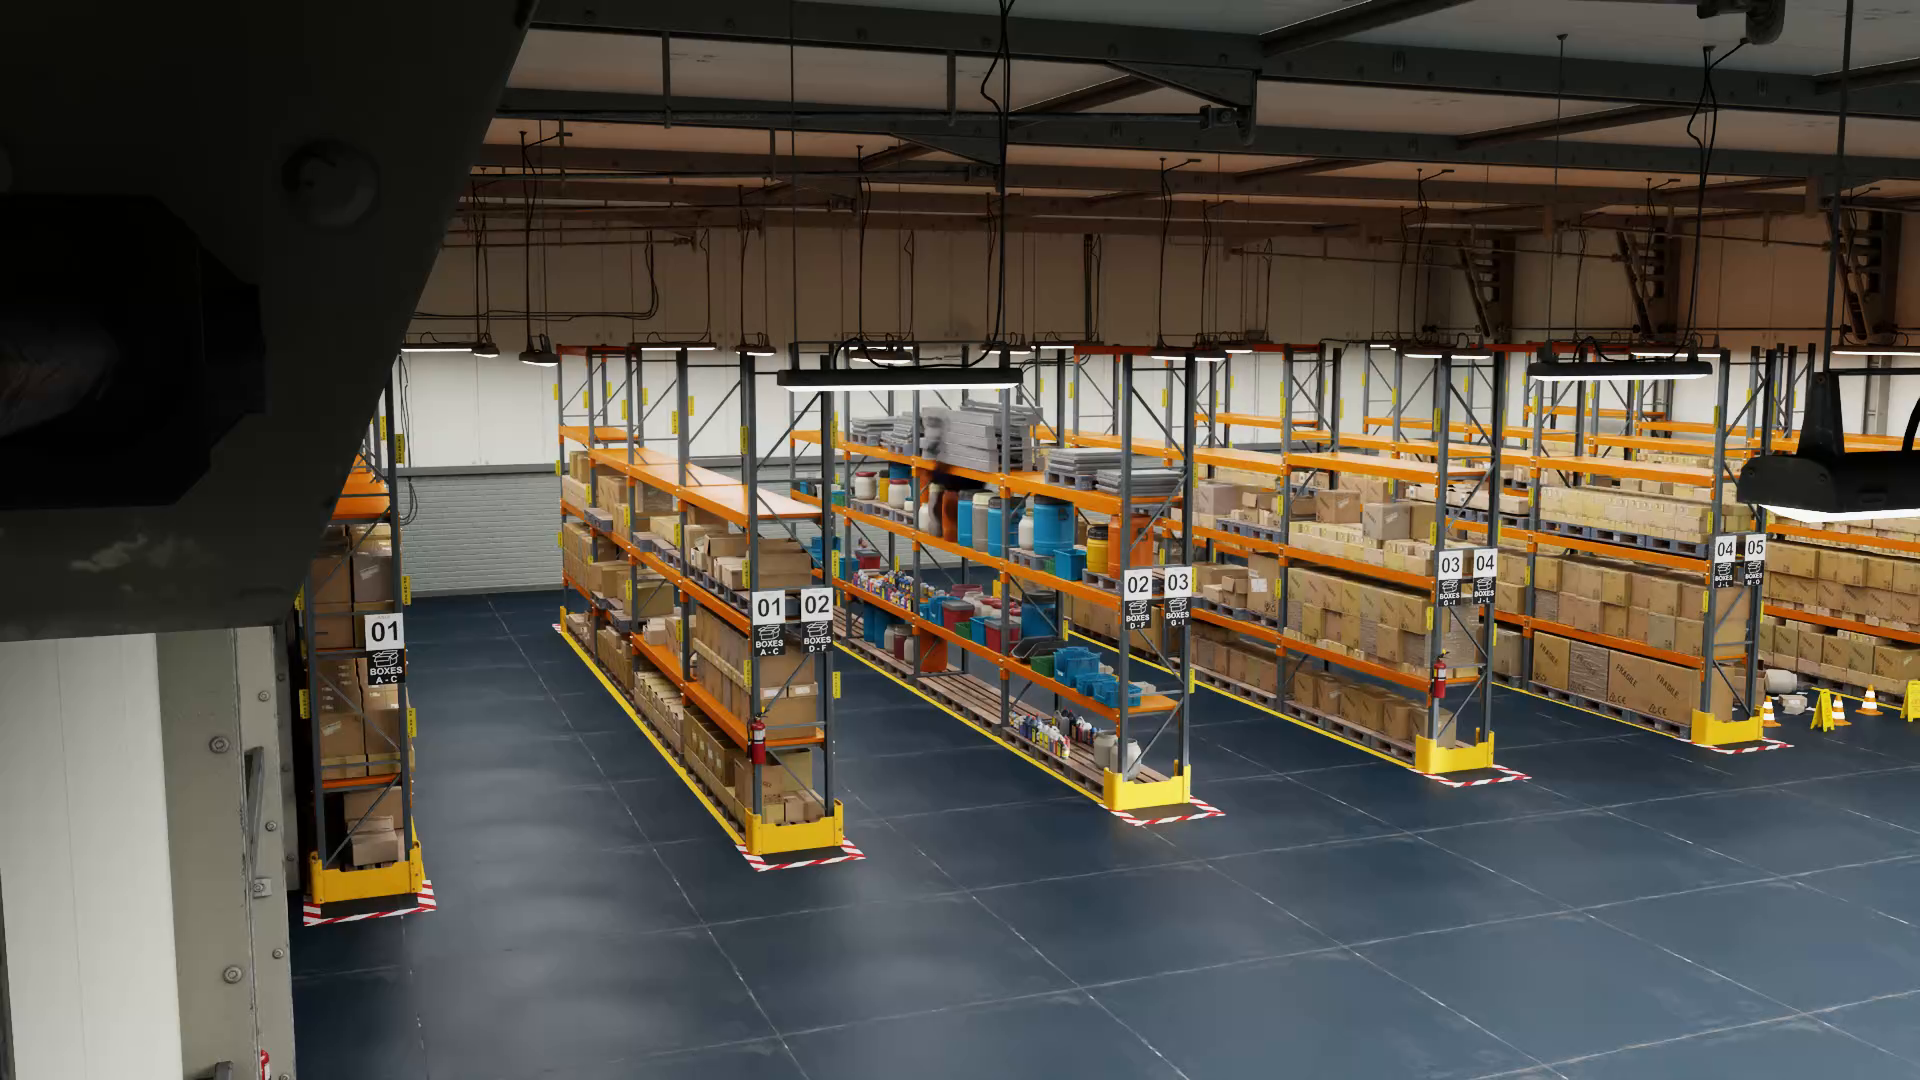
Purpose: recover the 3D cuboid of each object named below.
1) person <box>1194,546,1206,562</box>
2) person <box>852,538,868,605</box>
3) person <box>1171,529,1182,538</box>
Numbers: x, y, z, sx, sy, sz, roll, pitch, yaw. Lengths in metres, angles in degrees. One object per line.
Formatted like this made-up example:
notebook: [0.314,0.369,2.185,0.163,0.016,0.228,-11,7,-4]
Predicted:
person: [6.038,0.217,41.709,0.793,1.708,0.617,-3,8,-25]
person: [-2.186,0.755,37.760,0.718,1.651,0.604,2,8,17]
person: [5.442,0.186,41.497,0.656,1.757,0.891,7,10,44]
